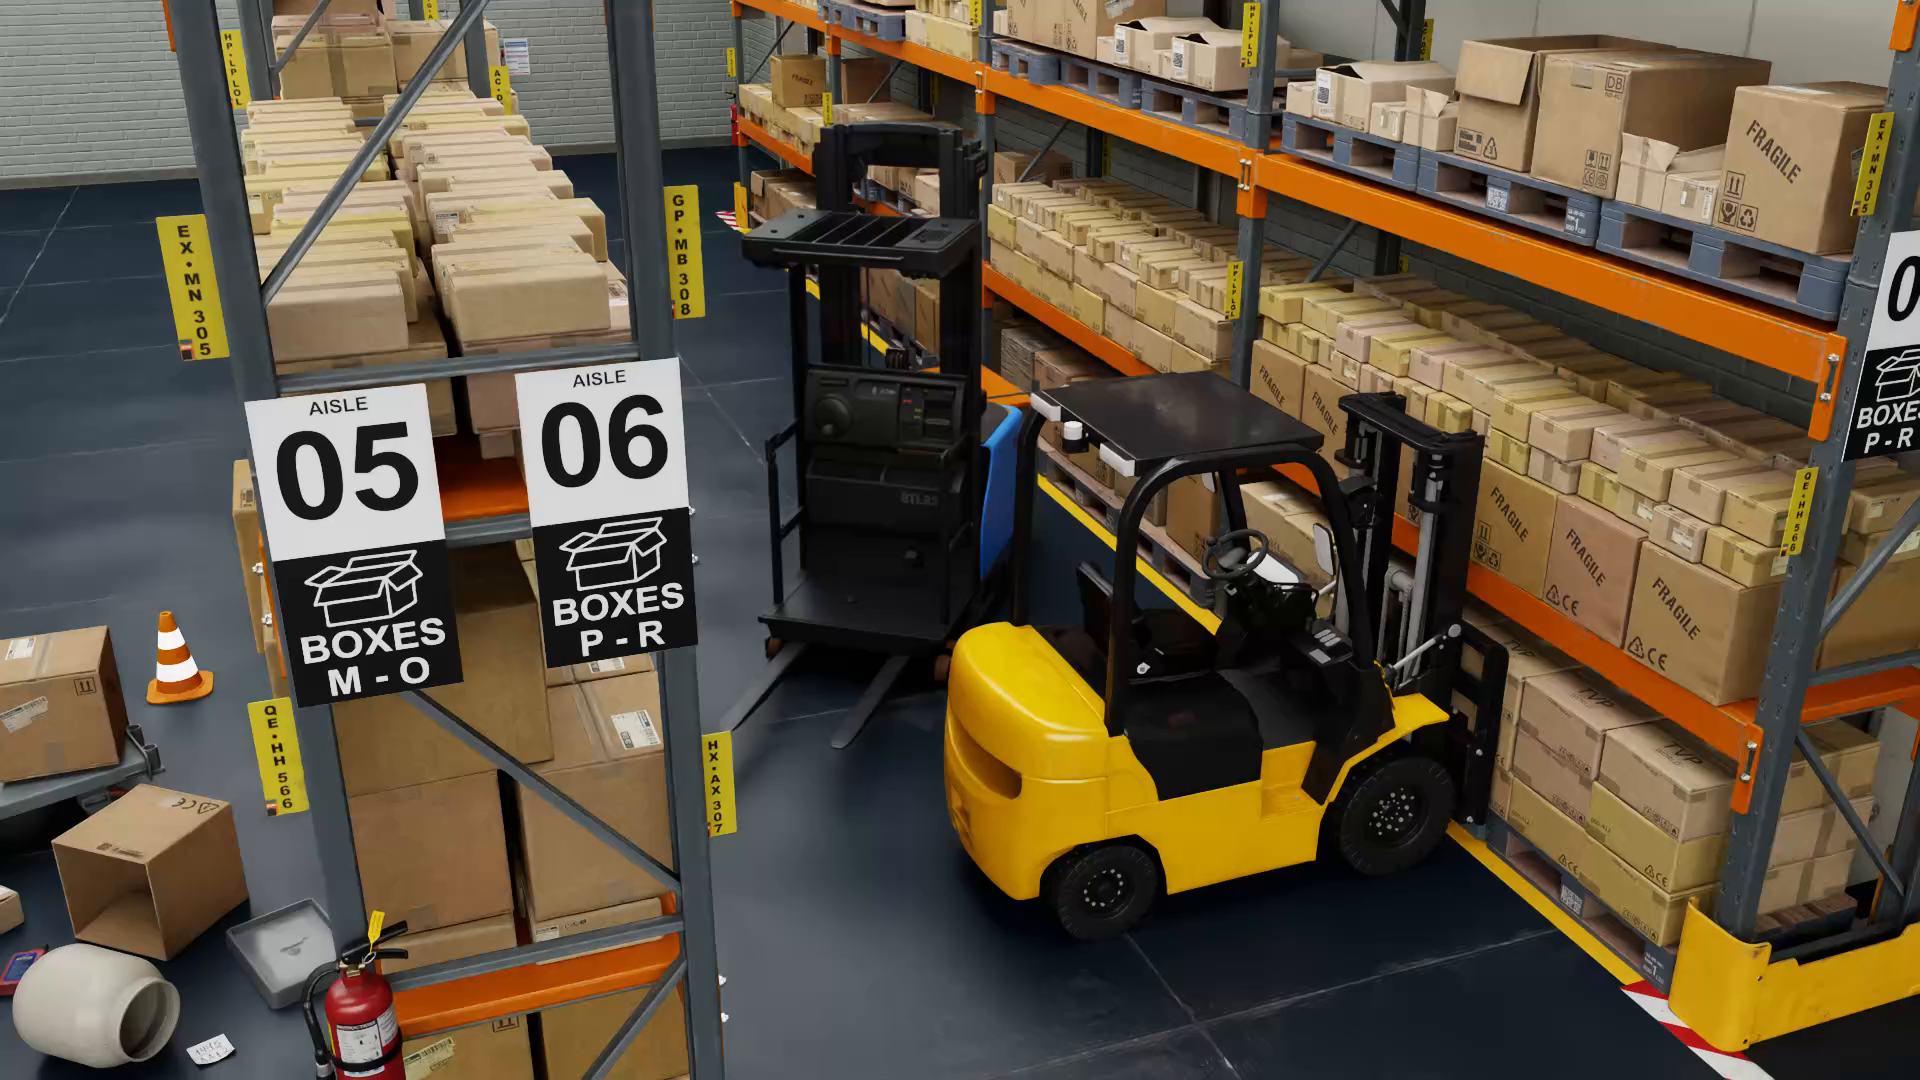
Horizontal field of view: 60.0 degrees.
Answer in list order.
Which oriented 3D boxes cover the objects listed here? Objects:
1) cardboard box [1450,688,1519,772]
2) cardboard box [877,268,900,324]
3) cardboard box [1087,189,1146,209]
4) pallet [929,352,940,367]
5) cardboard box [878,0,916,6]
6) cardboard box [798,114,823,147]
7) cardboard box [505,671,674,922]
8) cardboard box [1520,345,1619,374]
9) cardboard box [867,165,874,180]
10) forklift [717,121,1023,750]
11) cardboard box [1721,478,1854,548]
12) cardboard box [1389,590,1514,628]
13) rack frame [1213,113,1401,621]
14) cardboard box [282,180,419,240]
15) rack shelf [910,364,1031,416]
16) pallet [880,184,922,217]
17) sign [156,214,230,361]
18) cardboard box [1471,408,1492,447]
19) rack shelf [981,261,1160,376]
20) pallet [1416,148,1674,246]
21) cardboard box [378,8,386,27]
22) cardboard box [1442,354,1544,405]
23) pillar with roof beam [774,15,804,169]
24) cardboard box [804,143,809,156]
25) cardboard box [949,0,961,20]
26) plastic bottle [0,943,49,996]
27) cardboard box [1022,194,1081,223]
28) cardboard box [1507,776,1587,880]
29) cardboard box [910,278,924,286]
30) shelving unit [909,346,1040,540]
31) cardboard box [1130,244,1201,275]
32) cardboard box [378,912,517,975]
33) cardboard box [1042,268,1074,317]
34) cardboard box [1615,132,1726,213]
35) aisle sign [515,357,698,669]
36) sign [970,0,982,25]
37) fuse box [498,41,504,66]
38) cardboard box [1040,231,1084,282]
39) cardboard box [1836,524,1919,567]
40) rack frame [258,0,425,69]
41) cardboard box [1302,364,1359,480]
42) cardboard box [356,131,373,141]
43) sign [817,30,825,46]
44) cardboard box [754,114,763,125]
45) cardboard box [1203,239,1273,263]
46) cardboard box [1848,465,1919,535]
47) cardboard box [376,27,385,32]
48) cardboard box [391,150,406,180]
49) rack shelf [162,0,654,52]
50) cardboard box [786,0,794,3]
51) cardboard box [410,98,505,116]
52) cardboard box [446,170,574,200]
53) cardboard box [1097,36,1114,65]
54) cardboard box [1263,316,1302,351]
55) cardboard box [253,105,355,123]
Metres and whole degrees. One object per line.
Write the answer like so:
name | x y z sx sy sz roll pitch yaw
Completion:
cardboard box | 2.620 0.817 7.806 0.500 0.250 0.500 -9 24 -20
cardboard box | -0.456 -2.345 15.629 0.500 0.500 0.500 -9 25 -21
cardboard box | 1.163 -2.503 12.363 0.380 0.149 0.250 -8 24 -19
pallet | 0.399 -1.422 14.353 1.003 0.211 1.213 -8 24 -19
cardboard box | -0.485 -4.672 14.265 0.380 0.149 0.250 -8 24 -18
cardboard box | -1.385 -4.284 17.361 0.500 0.250 0.500 -8 24 -19
cardboard box | -1.097 0.765 5.061 0.500 0.500 0.500 -9 24 -20
cardboard box | 2.918 -0.819 7.984 0.380 0.149 0.250 -8 24 -17
cardboard box | -0.654 -3.458 15.225 0.396 0.266 0.258 -7 24 -16
forklift | -0.487 -0.712 9.165 1.130 2.935 3.031 6 24 15
cardboard box | 3.130 -0.107 6.295 0.380 0.149 0.250 -8 24 -19
cardboard box | 2.454 0.412 8.121 0.500 0.250 0.500 -9 24 -20
rack frame | 2.040 -0.977 9.707 1.000 3.000 0.127 -8 24 -19
cardboard box | -1.936 -1.035 5.278 0.380 0.149 0.250 -9 24 -21
rack shelf | 0.082 -0.939 11.277 0.538 0.278 1.000 -9 25 -21
pallet | -0.064 -3.048 14.867 1.003 0.211 1.213 -8 24 -19
sign | -1.715 -0.563 3.721 0.100 0.325 0.005 -8 24 -19
cardboard box | 2.589 -0.522 7.663 0.380 0.149 0.250 -9 24 -19
rack shelf | 1.334 -1.373 11.571 1.077 0.370 4.000 -8 24 -19
pallet | 2.793 -1.570 7.364 1.003 0.211 1.213 -8 24 -19
cardboard box | -4.620 -4.003 12.784 0.380 0.166 0.250 -6 24 -15
cardboard box | 2.509 -0.758 7.838 0.380 0.149 0.250 -8 24 -19
pillar with roof beam | -6.336 -8.615 20.103 9.100 9.000 0.400 -8 24 -19
cardboard box | -1.429 -4.131 17.513 0.380 0.149 0.250 -8 24 -18
cardboard box | 0.135 -4.219 13.216 0.380 0.149 0.250 -8 24 -18
plastic bottle | -3.901 1.785 6.935 0.133 0.061 0.283 -4 23 -10
cardboard box | 0.675 -2.433 12.196 0.380 0.149 0.250 -8 24 -18
cardboard box | 2.825 1.240 7.445 0.500 0.250 0.500 -8 24 -19
cardboard box | -0.226 -2.402 14.929 0.380 0.149 0.250 -10 25 -22
shelving unit | 0.082 -0.670 11.391 0.538 1.125 1.048 -9 25 -21
cardboard box | 1.316 -1.785 10.658 0.380 0.149 0.250 -9 24 -20
cardboard box | -1.521 1.168 4.941 0.380 0.149 0.250 -8 24 -17
cardboard box | 0.917 -1.797 11.845 0.500 0.250 0.500 -9 25 -21
cardboard box | 2.787 -1.435 6.435 0.396 0.266 0.258 -8 24 -19
aisle sign | -0.877 -0.059 4.182 0.394 0.787 0.004 -8 24 -19
sign | 0.119 -3.977 12.297 0.100 0.325 0.005 -8 24 -19
fuse box | -6.838 -6.342 24.094 0.539 1.711 0.414 -8 24 -19
cardboard box | 0.899 -2.022 11.736 0.500 0.250 0.500 -9 24 -20
cardboard box | 3.576 -0.028 6.490 0.380 0.149 0.250 -9 24 -20
rack frame | -4.015 -4.513 10.371 1.000 3.000 0.127 -8 24 -19
cardboard box | 2.152 -0.639 8.776 0.500 0.500 0.500 -8 24 -18
cardboard box | -2.703 -1.548 7.008 0.500 0.250 0.500 -9 24 -20
sign | -1.673 -6.086 19.929 0.100 0.325 0.005 -8 24 -19
cardboard box | -2.206 -4.979 19.524 0.380 0.149 0.250 -8 24 -18
cardboard box | 1.810 -1.859 10.834 0.380 0.149 0.250 -8 24 -19
cardboard box | 3.535 -0.157 6.414 0.380 0.149 0.250 -9 24 -20
cardboard box | -3.690 -2.831 10.114 0.700 0.500 0.500 -8 24 -19
cardboard box | -2.015 -1.438 6.748 0.500 0.250 0.500 -9 24 -20
rack shelf | -1.895 -2.000 5.339 1.077 0.370 4.000 -8 24 -19
cardboard box | -1.604 -5.711 17.398 0.380 0.149 0.250 -8 24 -18
cardboard box | -2.122 -1.760 6.998 0.380 0.149 0.250 -9 24 -20
cardboard box | -1.470 -1.106 5.446 0.380 0.149 0.250 -8 24 -18
cardboard box | 1.095 -3.121 10.586 0.380 0.149 0.250 -9 24 -20
cardboard box | 1.907 -1.170 9.201 0.380 0.149 0.250 -9 24 -20
cardboard box | -2.677 -1.679 6.807 0.380 0.149 0.250 -8 24 -17
